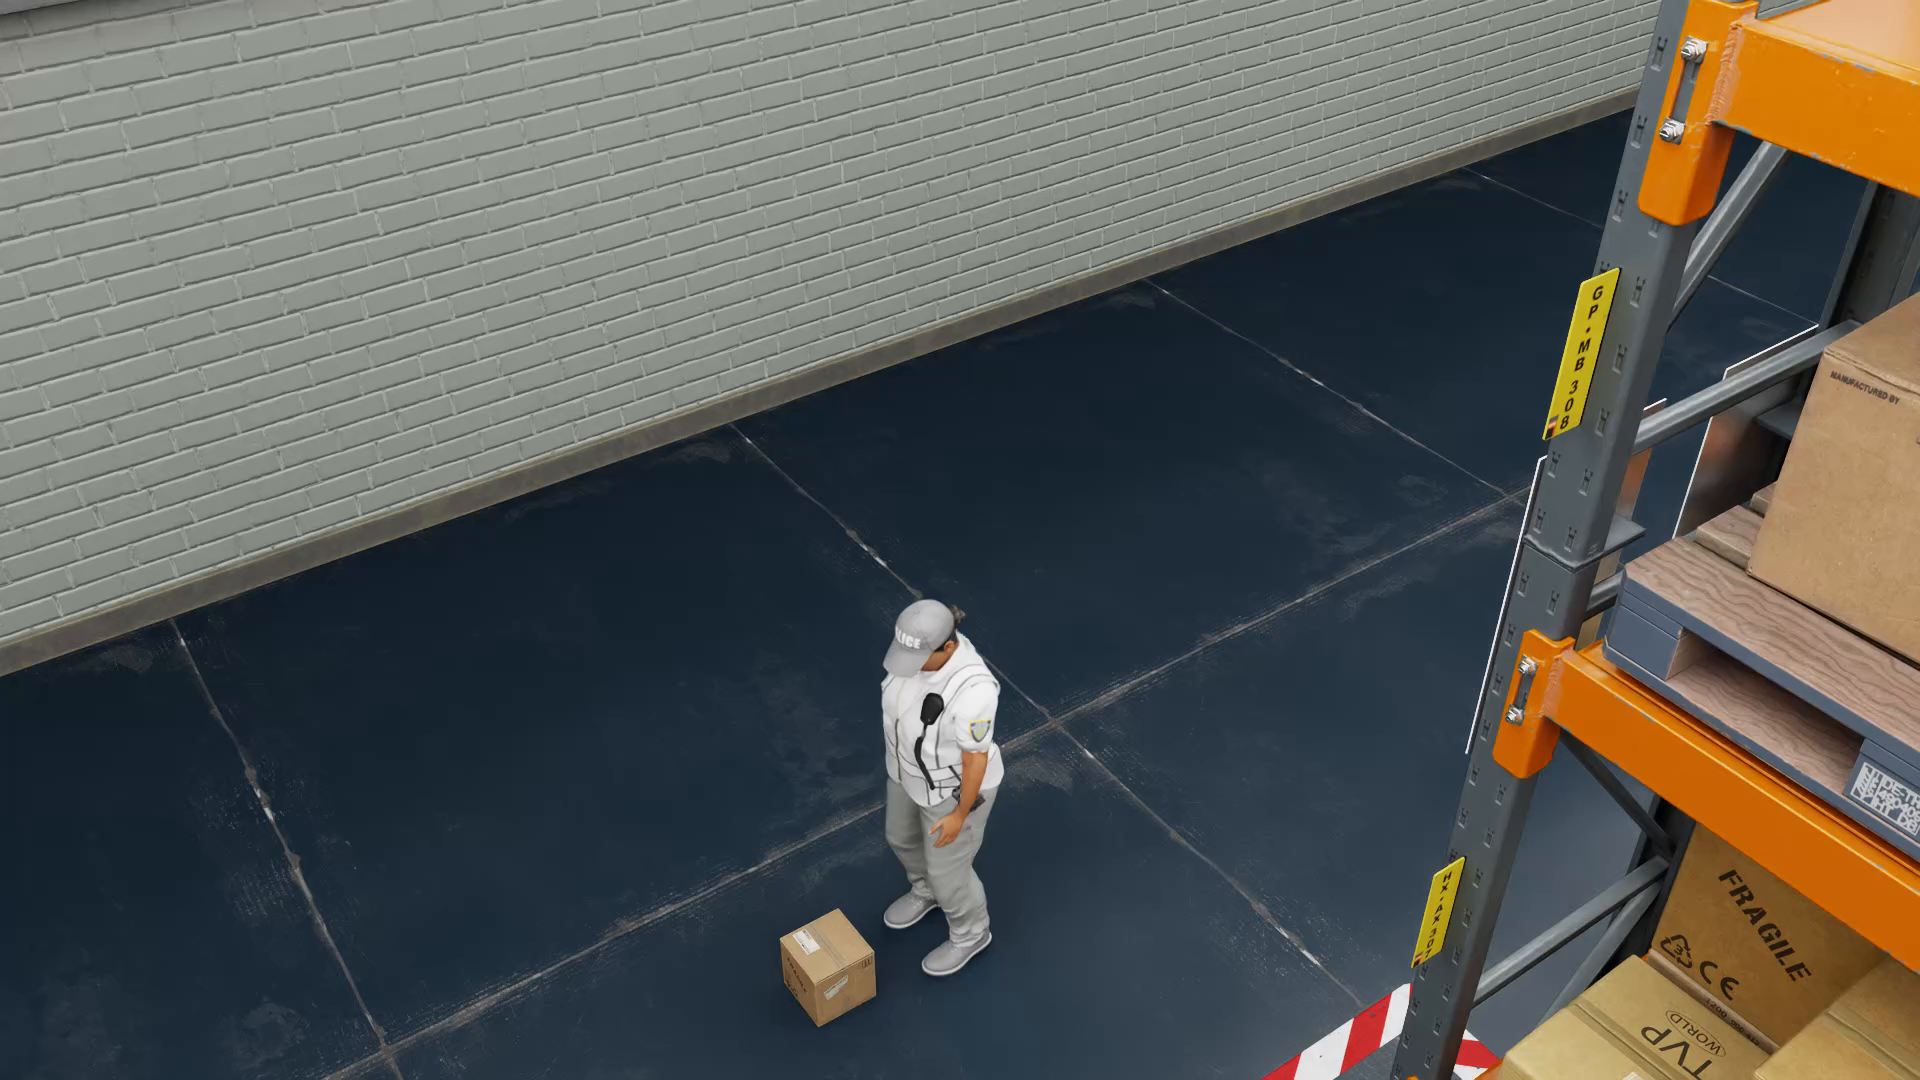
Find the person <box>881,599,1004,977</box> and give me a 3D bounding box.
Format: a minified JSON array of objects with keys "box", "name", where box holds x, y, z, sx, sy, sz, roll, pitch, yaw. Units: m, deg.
[{"box":[-0.071,0.856,5.870,0.419,1.646,0.480,-22,42,-27],"name":"person"}]
